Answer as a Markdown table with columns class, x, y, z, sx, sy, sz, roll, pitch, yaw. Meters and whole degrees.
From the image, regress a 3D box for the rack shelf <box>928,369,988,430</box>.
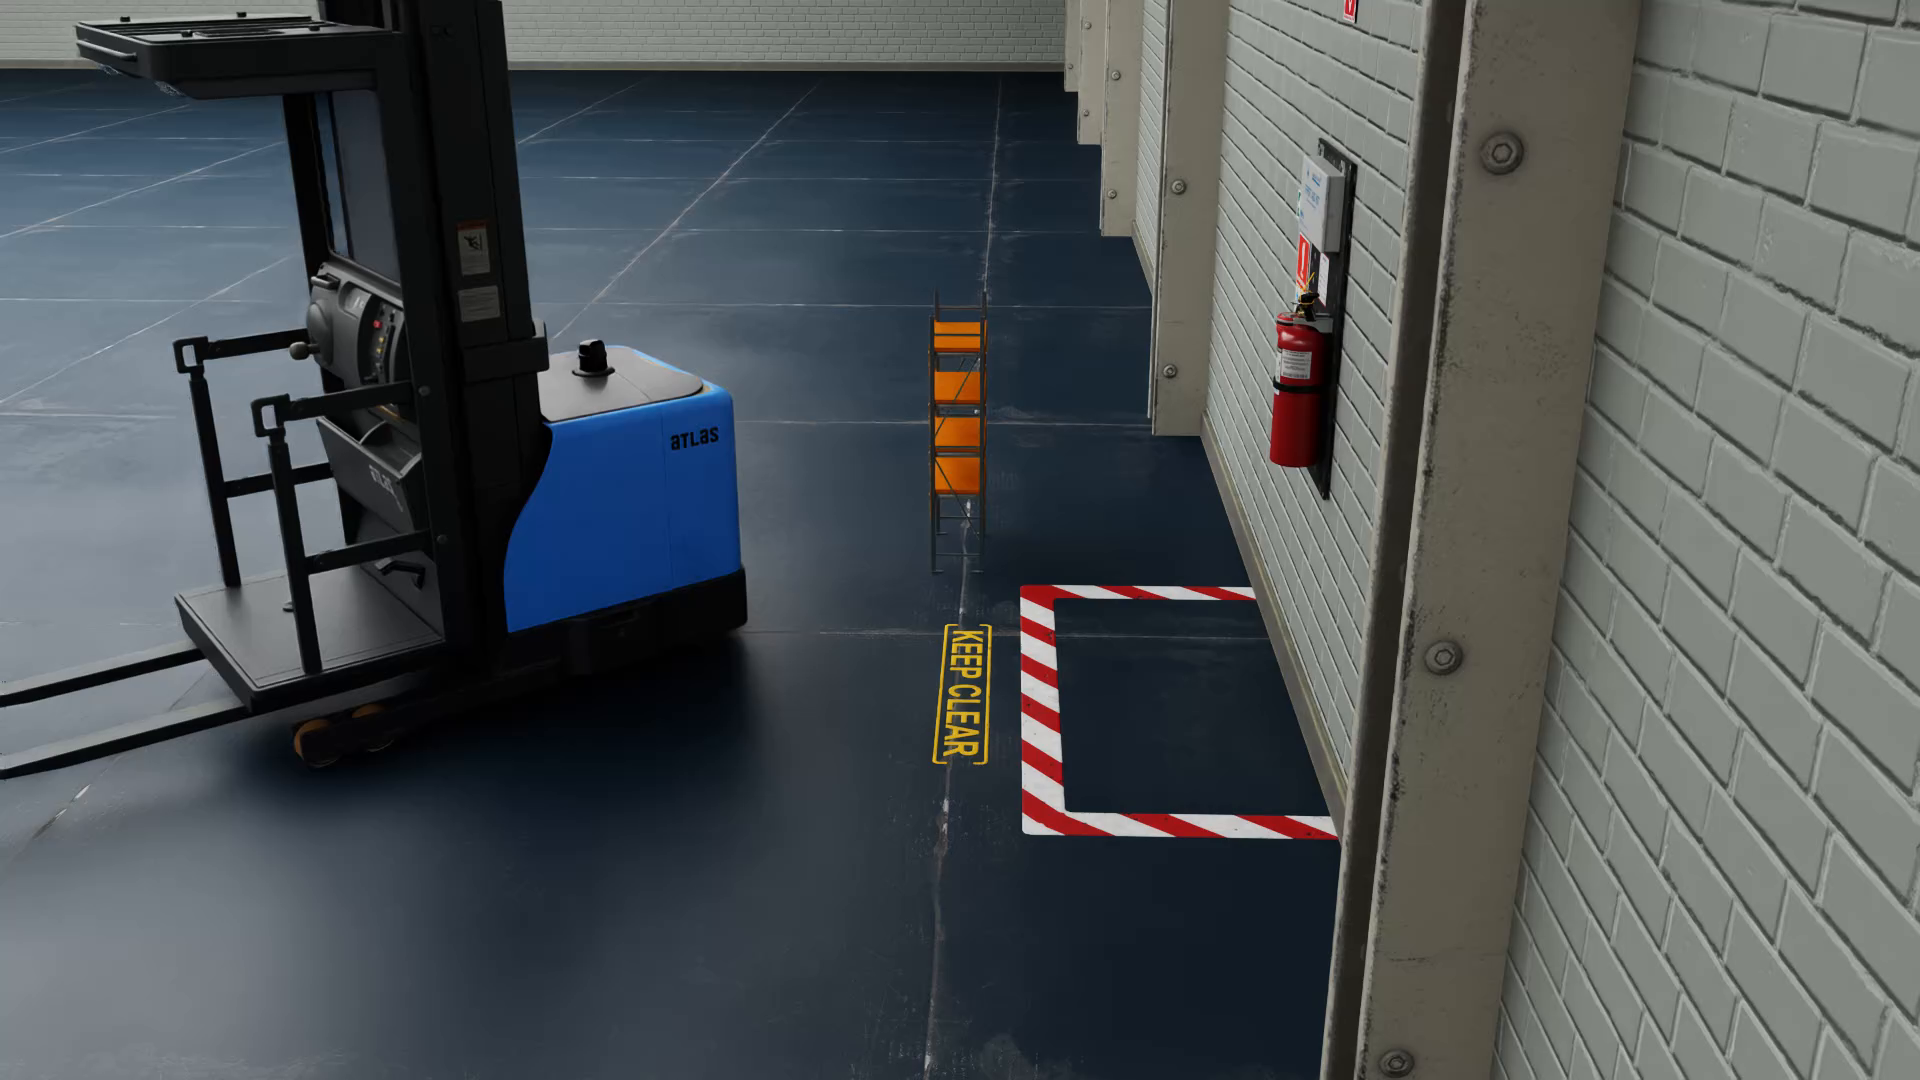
| class | x | y | z | sx | sy | sz | roll | pitch | yaw |
| --- | --- | --- | --- | --- | --- | --- | --- | --- | --- |
| rack shelf | -0.005 | -0.645 | 7.601 | 0.258 | 0.148 | 0.480 | 1 | 21 | 2 |

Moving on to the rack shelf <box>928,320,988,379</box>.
| class | x | y | z | sx | sy | sz | roll | pitch | yaw |
| --- | --- | --- | --- | --- | --- | --- | --- | --- | --- |
| rack shelf | -0.005 | -0.866 | 7.515 | 0.258 | 0.148 | 0.480 | 1 | 21 | 2 |

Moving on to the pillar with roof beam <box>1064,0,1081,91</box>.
| class | x | y | z | sx | sy | sz | roll | pitch | yaw |
| --- | --- | --- | --- | --- | --- | --- | --- | --- | --- |
| pillar with roof beam | -2.484 | -11.424 | 25.032 | 9.100 | 9.000 | 0.400 | 1 | 21 | 2 |

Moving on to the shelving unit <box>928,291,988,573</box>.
| class | x | y | z | sx | sy | sz | roll | pitch | yaw |
| --- | --- | --- | --- | --- | --- | --- | --- | --- | --- |
| shelving unit | -0.005 | -0.500 | 7.658 | 0.258 | 1.200 | 0.503 | 1 | 21 | 2 |

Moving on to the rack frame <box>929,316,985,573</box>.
| class | x | y | z | sx | sy | sz | roll | pitch | yaw |
| --- | --- | --- | --- | --- | --- | --- | --- | --- | --- |
| rack frame | -0.012 | -0.411 | 7.430 | 0.240 | 1.200 | 0.015 | 1 | 21 | 2 |

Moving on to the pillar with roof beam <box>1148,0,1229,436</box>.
| class | x | y | z | sx | sy | sz | roll | pitch | yaw |
| --- | --- | --- | --- | --- | --- | --- | --- | --- | --- |
| pillar with roof beam | -3.031 | -4.916 | 8.259 | 9.100 | 9.000 | 0.400 | 1 | 21 | 2 |

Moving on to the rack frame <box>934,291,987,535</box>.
| class | x | y | z | sx | sy | sz | roll | pitch | yaw |
| --- | --- | --- | --- | --- | --- | --- | --- | --- | --- |
| rack frame | 0.002 | -0.588 | 7.885 | 0.240 | 1.200 | 0.015 | 1 | 21 | 2 |

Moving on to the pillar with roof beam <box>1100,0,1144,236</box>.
| class | x | y | z | sx | sy | sz | roll | pitch | yaw |
| --- | --- | --- | --- | --- | --- | --- | --- | --- | --- |
| pillar with roof beam | -2.849 | -7.085 | 13.850 | 9.100 | 9.000 | 0.400 | 1 | 21 | 2 |

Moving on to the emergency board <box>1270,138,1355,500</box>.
| class | x | y | z | sx | sy | sz | roll | pitch | yaw |
| --- | --- | --- | --- | --- | --- | --- | --- | --- | --- |
| emergency board | 1.203 | -0.795 | 5.932 | 0.194 | 1.169 | 0.643 | 1 | 21 | 2 |

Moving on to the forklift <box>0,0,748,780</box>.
| class | x | y | z | sx | sy | sz | roll | pitch | yaw |
| --- | --- | --- | --- | --- | --- | --- | --- | --- | --- |
| forklift | -2.368 | -0.772 | 5.966 | 3.031 | 2.935 | 1.130 | -16 | 26 | -35 |

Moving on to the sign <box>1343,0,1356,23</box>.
| class | x | y | z | sx | sy | sz | roll | pitch | yaw |
| --- | --- | --- | --- | --- | --- | --- | --- | --- | --- |
| sign | 1.302 | -1.878 | 5.518 | 0.001 | 0.298 | 0.199 | 1 | 21 | 2 |

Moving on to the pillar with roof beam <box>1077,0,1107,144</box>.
| class | x | y | z | sx | sy | sz | roll | pitch | yaw |
| --- | --- | --- | --- | --- | --- | --- | --- | --- | --- |
| pillar with roof beam | -2.666 | -9.255 | 19.441 | 9.100 | 9.000 | 0.400 | 1 | 21 | 2 |

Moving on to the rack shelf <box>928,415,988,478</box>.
| class | x | y | z | sx | sy | sz | roll | pitch | yaw |
| --- | --- | --- | --- | --- | --- | --- | --- | --- | --- |
| rack shelf | -0.005 | -0.437 | 7.682 | 0.258 | 0.148 | 0.480 | 1 | 21 | 2 |

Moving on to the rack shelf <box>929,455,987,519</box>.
| class | x | y | z | sx | sy | sz | roll | pitch | yaw |
| --- | --- | --- | --- | --- | --- | --- | --- | --- | --- |
| rack shelf | -0.005 | -0.252 | 7.754 | 0.258 | 0.148 | 0.480 | 1 | 21 | 2 |

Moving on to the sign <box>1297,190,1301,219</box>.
| class | x | y | z | sx | sy | sz | roll | pitch | yaw |
| --- | --- | --- | --- | --- | --- | --- | --- | --- | --- |
| sign | 1.313 | -1.256 | 6.338 | 0.001 | 0.109 | 0.331 | 1 | 21 | 2 |

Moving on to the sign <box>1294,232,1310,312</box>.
| class | x | y | z | sx | sy | sz | roll | pitch | yaw |
| --- | --- | --- | --- | --- | --- | --- | --- | --- | --- |
| sign | 1.323 | -1.011 | 6.438 | 0.001 | 0.329 | 0.234 | 1 | 21 | 2 |
